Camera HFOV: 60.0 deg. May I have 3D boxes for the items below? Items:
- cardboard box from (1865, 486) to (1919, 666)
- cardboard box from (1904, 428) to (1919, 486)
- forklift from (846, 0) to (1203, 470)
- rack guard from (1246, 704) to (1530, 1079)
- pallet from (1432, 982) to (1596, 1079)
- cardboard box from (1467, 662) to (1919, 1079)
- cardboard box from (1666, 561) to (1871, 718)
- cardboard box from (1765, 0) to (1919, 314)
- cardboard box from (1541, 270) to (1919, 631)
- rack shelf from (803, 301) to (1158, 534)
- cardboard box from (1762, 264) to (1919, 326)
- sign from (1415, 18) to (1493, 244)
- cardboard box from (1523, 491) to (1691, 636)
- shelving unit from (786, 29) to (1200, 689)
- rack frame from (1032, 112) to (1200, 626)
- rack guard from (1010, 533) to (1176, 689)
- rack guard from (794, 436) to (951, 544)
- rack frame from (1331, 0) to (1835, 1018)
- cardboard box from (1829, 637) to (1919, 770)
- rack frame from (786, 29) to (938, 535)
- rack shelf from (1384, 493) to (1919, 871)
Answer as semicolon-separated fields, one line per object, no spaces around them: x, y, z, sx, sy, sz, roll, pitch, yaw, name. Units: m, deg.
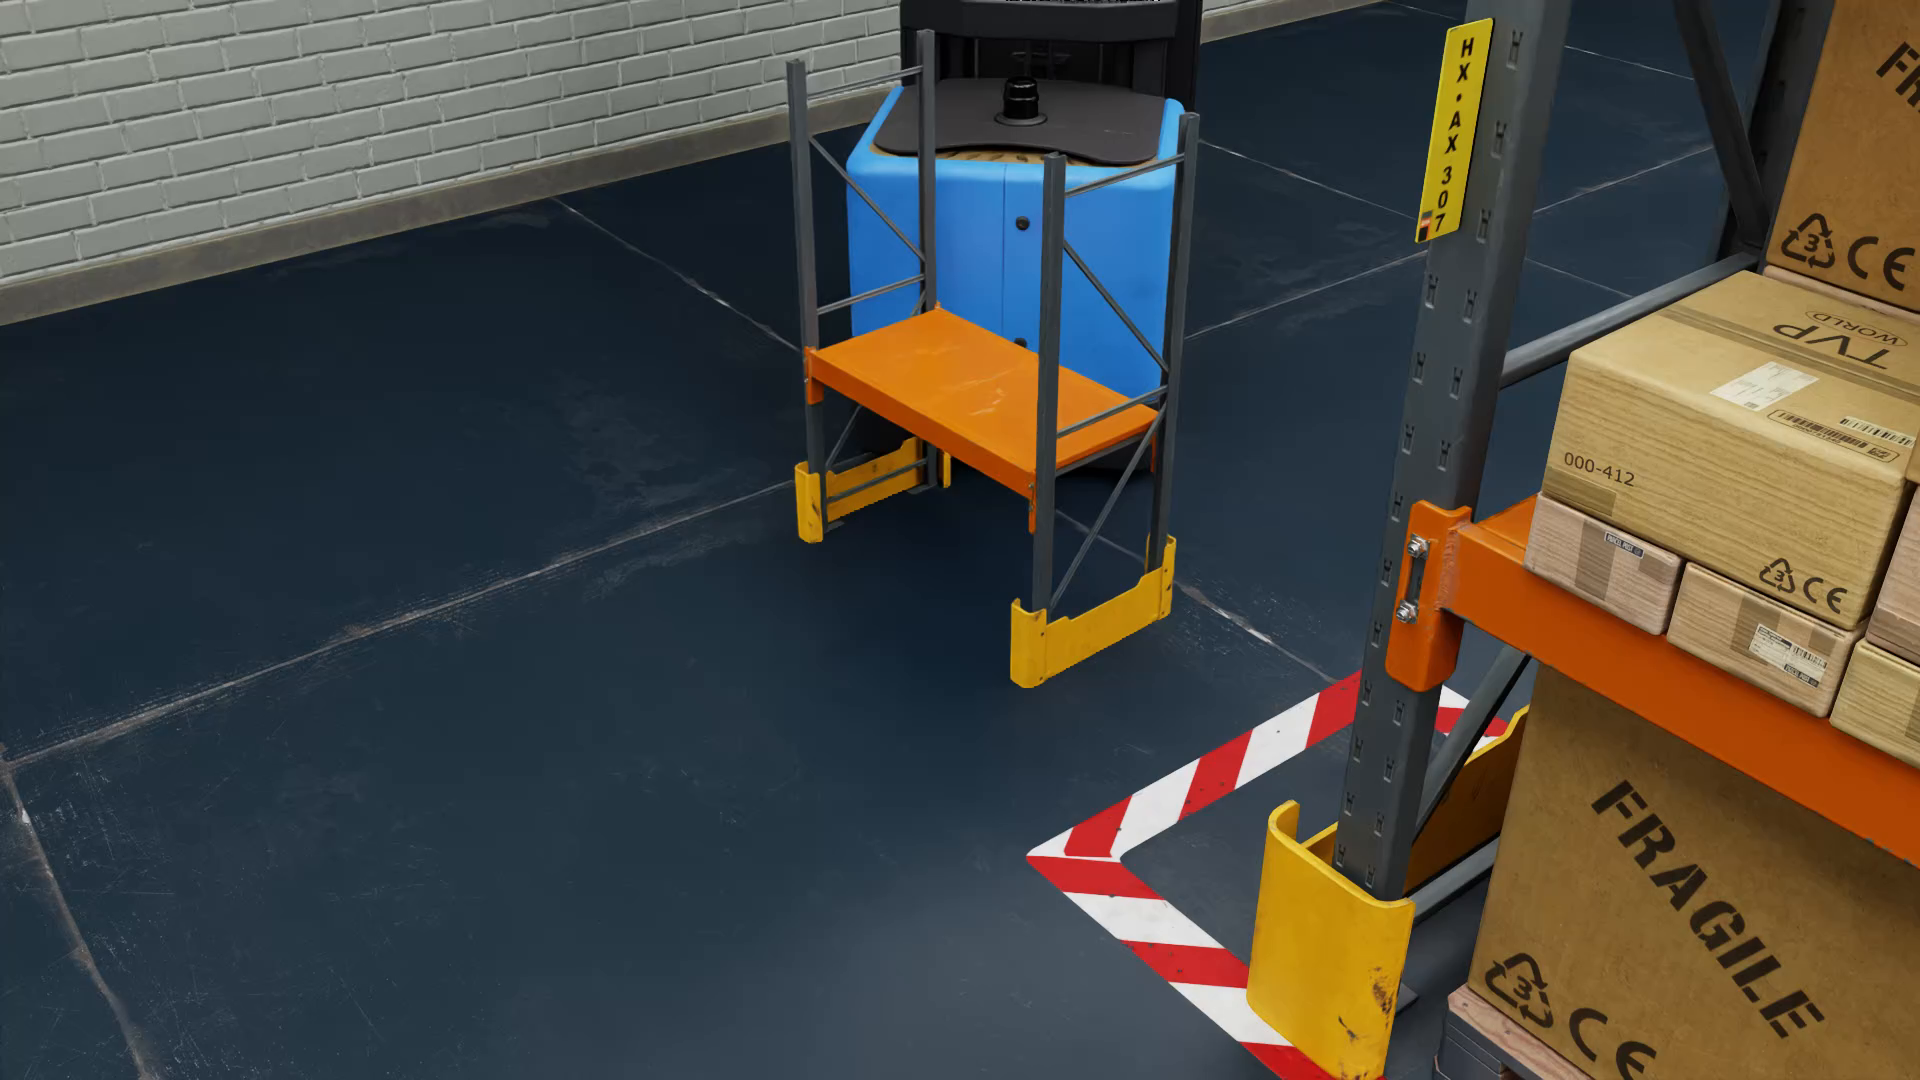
1.586;0.054;2.180;0.500;0.250;0.500;-23;38;-32;cardboard box
1.569;-0.271;1.992;0.500;0.500;0.500;-23;39;-32;cardboard box
0.364;-2.237;6.073;1.130;2.935;3.031;5;32;7;forklift
1.167;0.667;3.703;1.175;0.500;0.348;-22;38;-31;rack guard
1.733;1.107;3.267;1.003;0.211;1.213;-22;38;-31;pallet
1.637;0.580;3.089;0.875;0.875;0.875;-22;38;-31;cardboard box
1.297;0.083;2.512;0.380;0.149;0.250;-23;38;-32;cardboard box
1.688;-0.648;2.600;0.500;0.500;0.500;-22;38;-31;cardboard box
1.262;-0.160;2.525;0.500;0.250;0.500;-23;39;-33;cardboard box
0.060;-0.381;4.783;0.538;0.185;1.000;-24;39;-34;rack shelf
1.688;-0.332;2.801;0.500;0.250;0.500;-23;39;-32;cardboard box
0.739;-0.609;2.493;0.100;0.325;0.005;-22;38;-31;sign
1.138;-0.024;2.683;0.380;0.149;0.250;-22;38;-31;cardboard box
0.055;-0.537;4.694;0.587;1.500;1.083;-24;39;-34;shelving unit
0.393;-0.331;4.361;0.500;1.500;0.032;-24;39;-34;rack frame
0.380;0.192;4.703;0.587;0.250;0.087;-24;39;-34;rack guard
-0.271;-0.205;5.344;0.587;0.250;0.087;-24;39;-34;rack guard
1.181;-0.385;3.027;1.000;3.000;0.127;-22;38;-31;rack frame
1.454;0.189;2.340;0.380;0.149;0.250;-23;39;-32;cardboard box
-0.272;-0.737;5.015;0.500;1.500;0.032;-24;39;-34;rack frame
2.408;0.754;1.875;1.077;0.370;4.000;-22;38;-31;rack shelf
